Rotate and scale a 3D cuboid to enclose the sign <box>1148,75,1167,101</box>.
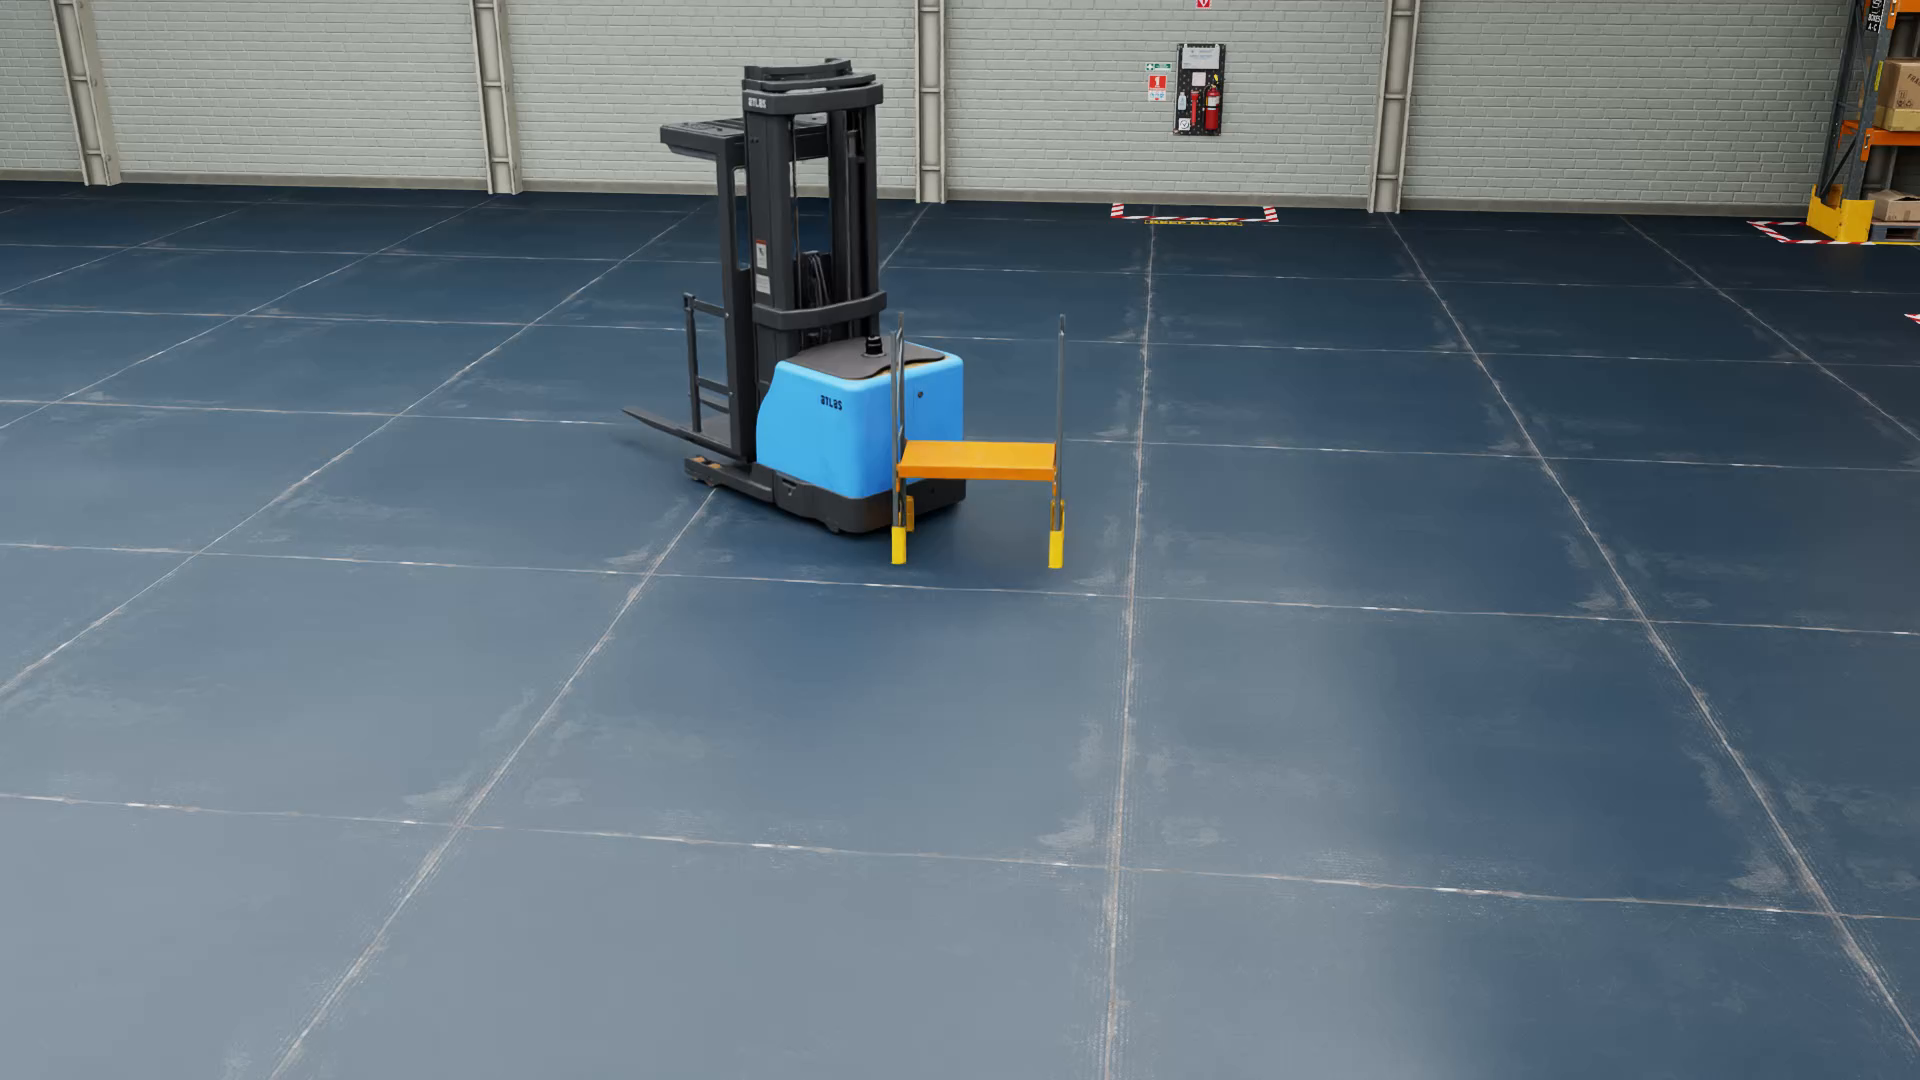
[{"bbox_3d":[2.589,-5.934,21.821,0.234,0.329,0.001,2,22,6],"label":"sign"}]

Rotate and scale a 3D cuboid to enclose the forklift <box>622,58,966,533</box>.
[{"bbox_3d":[-1.344,-1.860,11.658,1.130,2.935,3.031,-19,29,-40],"label":"forklift"}]

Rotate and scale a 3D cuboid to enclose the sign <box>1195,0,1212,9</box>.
[{"bbox_3d":[3.130,-6.970,21.338,0.199,0.298,0.001,2,22,6],"label":"sign"}]

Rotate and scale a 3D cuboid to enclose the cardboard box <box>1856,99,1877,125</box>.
[{"bbox_3d":[11.224,-5.180,20.139,0.500,0.250,0.500,3,22,7],"label":"cardboard box"}]

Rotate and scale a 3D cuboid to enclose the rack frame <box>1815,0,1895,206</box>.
[{"bbox_3d":[10.737,-5.190,19.987,0.127,3.000,1.000,2,22,6],"label":"rack frame"}]

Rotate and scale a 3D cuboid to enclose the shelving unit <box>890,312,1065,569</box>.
[{"bbox_3d":[0.128,-0.636,10.510,1.083,1.500,0.587,2,22,4],"label":"shelving unit"}]

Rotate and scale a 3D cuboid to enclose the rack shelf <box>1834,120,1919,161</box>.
[{"bbox_3d":[12.723,-4.769,19.900,4.000,0.370,1.077,2,22,6],"label":"rack shelf"}]

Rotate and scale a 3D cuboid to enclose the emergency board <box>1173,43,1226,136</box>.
[{"bbox_3d":[3.126,-5.856,21.672,0.643,1.169,0.194,2,22,6],"label":"emergency board"}]

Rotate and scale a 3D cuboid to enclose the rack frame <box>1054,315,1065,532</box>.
[{"bbox_3d":[0.626,-0.623,10.477,0.032,1.500,0.500,2,22,4],"label":"rack frame"}]

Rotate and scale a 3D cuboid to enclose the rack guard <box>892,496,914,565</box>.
[{"bbox_3d":[-0.369,-0.068,10.772,0.087,0.250,0.587,2,22,4],"label":"rack guard"}]

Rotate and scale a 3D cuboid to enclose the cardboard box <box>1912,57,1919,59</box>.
[{"bbox_3d":[11.729,-5.510,19.954,0.500,0.500,0.500,3,22,7],"label":"cardboard box"}]

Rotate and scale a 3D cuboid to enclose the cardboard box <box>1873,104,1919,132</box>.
[{"bbox_3d":[11.184,-4.992,19.664,0.500,0.250,0.500,2,22,5],"label":"cardboard box"}]

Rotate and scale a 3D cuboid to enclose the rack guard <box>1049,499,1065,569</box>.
[{"bbox_3d":[0.624,-0.042,10.707,0.087,0.250,0.587,2,22,4],"label":"rack guard"}]

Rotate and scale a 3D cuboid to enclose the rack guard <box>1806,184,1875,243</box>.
[{"bbox_3d":[10.813,-4.024,20.438,0.348,0.500,1.175,2,22,6],"label":"rack guard"}]

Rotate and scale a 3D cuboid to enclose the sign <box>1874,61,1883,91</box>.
[{"bbox_3d":[10.673,-5.394,19.327,0.005,0.325,0.100,2,22,6],"label":"sign"}]

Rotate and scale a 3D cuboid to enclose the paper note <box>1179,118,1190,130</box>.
[{"bbox_3d":[2.959,-5.479,21.917,0.142,0.148,0.016,2,22,6],"label":"paper note"}]

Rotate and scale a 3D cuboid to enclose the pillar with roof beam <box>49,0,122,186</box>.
[{"bbox_3d":[-12.806,-7.732,18.257,0.400,9.000,9.100,2,22,6],"label":"pillar with roof beam"}]

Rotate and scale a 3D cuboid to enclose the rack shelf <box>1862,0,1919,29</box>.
[{"bbox_3d":[12.723,-6.164,19.349,4.000,0.370,1.077,2,22,6],"label":"rack shelf"}]

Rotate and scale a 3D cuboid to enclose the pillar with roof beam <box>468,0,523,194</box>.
[{"bbox_3d":[-6.847,-7.472,17.601,0.400,9.000,9.100,2,22,6],"label":"pillar with roof beam"}]

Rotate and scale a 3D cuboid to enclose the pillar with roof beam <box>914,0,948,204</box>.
[{"bbox_3d":[-0.889,-7.213,16.944,0.400,9.000,9.100,2,22,6],"label":"pillar with roof beam"}]

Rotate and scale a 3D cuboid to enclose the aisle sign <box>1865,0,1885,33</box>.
[{"bbox_3d":[10.630,-6.292,19.240,0.004,0.787,0.394,2,22,6],"label":"aisle sign"}]

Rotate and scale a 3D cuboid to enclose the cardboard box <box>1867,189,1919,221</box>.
[{"bbox_3d":[11.414,-4.081,20.242,0.500,0.311,0.500,0,22,0],"label":"cardboard box"}]

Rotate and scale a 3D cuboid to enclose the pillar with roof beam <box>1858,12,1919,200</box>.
[{"bbox_3d":[11.027,-6.693,15.631,0.400,9.000,9.100,2,22,6],"label":"pillar with roof beam"}]

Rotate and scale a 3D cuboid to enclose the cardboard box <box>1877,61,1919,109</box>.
[{"bbox_3d":[11.176,-5.348,19.543,0.500,0.500,0.500,3,22,6],"label":"cardboard box"}]

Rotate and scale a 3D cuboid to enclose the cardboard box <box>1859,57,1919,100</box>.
[{"bbox_3d":[11.230,-5.535,20.018,0.500,0.500,0.500,2,22,6],"label":"cardboard box"}]

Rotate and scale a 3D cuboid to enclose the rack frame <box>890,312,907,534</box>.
[{"bbox_3d":[-0.388,-0.650,10.544,0.032,1.500,0.500,2,22,4],"label":"rack frame"}]

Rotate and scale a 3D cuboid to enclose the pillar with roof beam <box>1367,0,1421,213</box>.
[{"bbox_3d":[5.069,-6.953,16.287,0.400,9.000,9.100,2,22,6],"label":"pillar with roof beam"}]

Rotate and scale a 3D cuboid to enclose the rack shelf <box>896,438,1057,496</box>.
[{"bbox_3d":[0.119,-0.469,10.576,1.000,0.185,0.538,2,22,4],"label":"rack shelf"}]

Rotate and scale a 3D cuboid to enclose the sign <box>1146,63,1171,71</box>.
[{"bbox_3d":[2.593,-6.177,21.715,0.331,0.109,0.001,2,22,6],"label":"sign"}]

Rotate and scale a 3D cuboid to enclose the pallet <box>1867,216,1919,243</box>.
[{"bbox_3d":[11.615,-3.842,20.370,1.213,0.211,1.003,2,22,6],"label":"pallet"}]
